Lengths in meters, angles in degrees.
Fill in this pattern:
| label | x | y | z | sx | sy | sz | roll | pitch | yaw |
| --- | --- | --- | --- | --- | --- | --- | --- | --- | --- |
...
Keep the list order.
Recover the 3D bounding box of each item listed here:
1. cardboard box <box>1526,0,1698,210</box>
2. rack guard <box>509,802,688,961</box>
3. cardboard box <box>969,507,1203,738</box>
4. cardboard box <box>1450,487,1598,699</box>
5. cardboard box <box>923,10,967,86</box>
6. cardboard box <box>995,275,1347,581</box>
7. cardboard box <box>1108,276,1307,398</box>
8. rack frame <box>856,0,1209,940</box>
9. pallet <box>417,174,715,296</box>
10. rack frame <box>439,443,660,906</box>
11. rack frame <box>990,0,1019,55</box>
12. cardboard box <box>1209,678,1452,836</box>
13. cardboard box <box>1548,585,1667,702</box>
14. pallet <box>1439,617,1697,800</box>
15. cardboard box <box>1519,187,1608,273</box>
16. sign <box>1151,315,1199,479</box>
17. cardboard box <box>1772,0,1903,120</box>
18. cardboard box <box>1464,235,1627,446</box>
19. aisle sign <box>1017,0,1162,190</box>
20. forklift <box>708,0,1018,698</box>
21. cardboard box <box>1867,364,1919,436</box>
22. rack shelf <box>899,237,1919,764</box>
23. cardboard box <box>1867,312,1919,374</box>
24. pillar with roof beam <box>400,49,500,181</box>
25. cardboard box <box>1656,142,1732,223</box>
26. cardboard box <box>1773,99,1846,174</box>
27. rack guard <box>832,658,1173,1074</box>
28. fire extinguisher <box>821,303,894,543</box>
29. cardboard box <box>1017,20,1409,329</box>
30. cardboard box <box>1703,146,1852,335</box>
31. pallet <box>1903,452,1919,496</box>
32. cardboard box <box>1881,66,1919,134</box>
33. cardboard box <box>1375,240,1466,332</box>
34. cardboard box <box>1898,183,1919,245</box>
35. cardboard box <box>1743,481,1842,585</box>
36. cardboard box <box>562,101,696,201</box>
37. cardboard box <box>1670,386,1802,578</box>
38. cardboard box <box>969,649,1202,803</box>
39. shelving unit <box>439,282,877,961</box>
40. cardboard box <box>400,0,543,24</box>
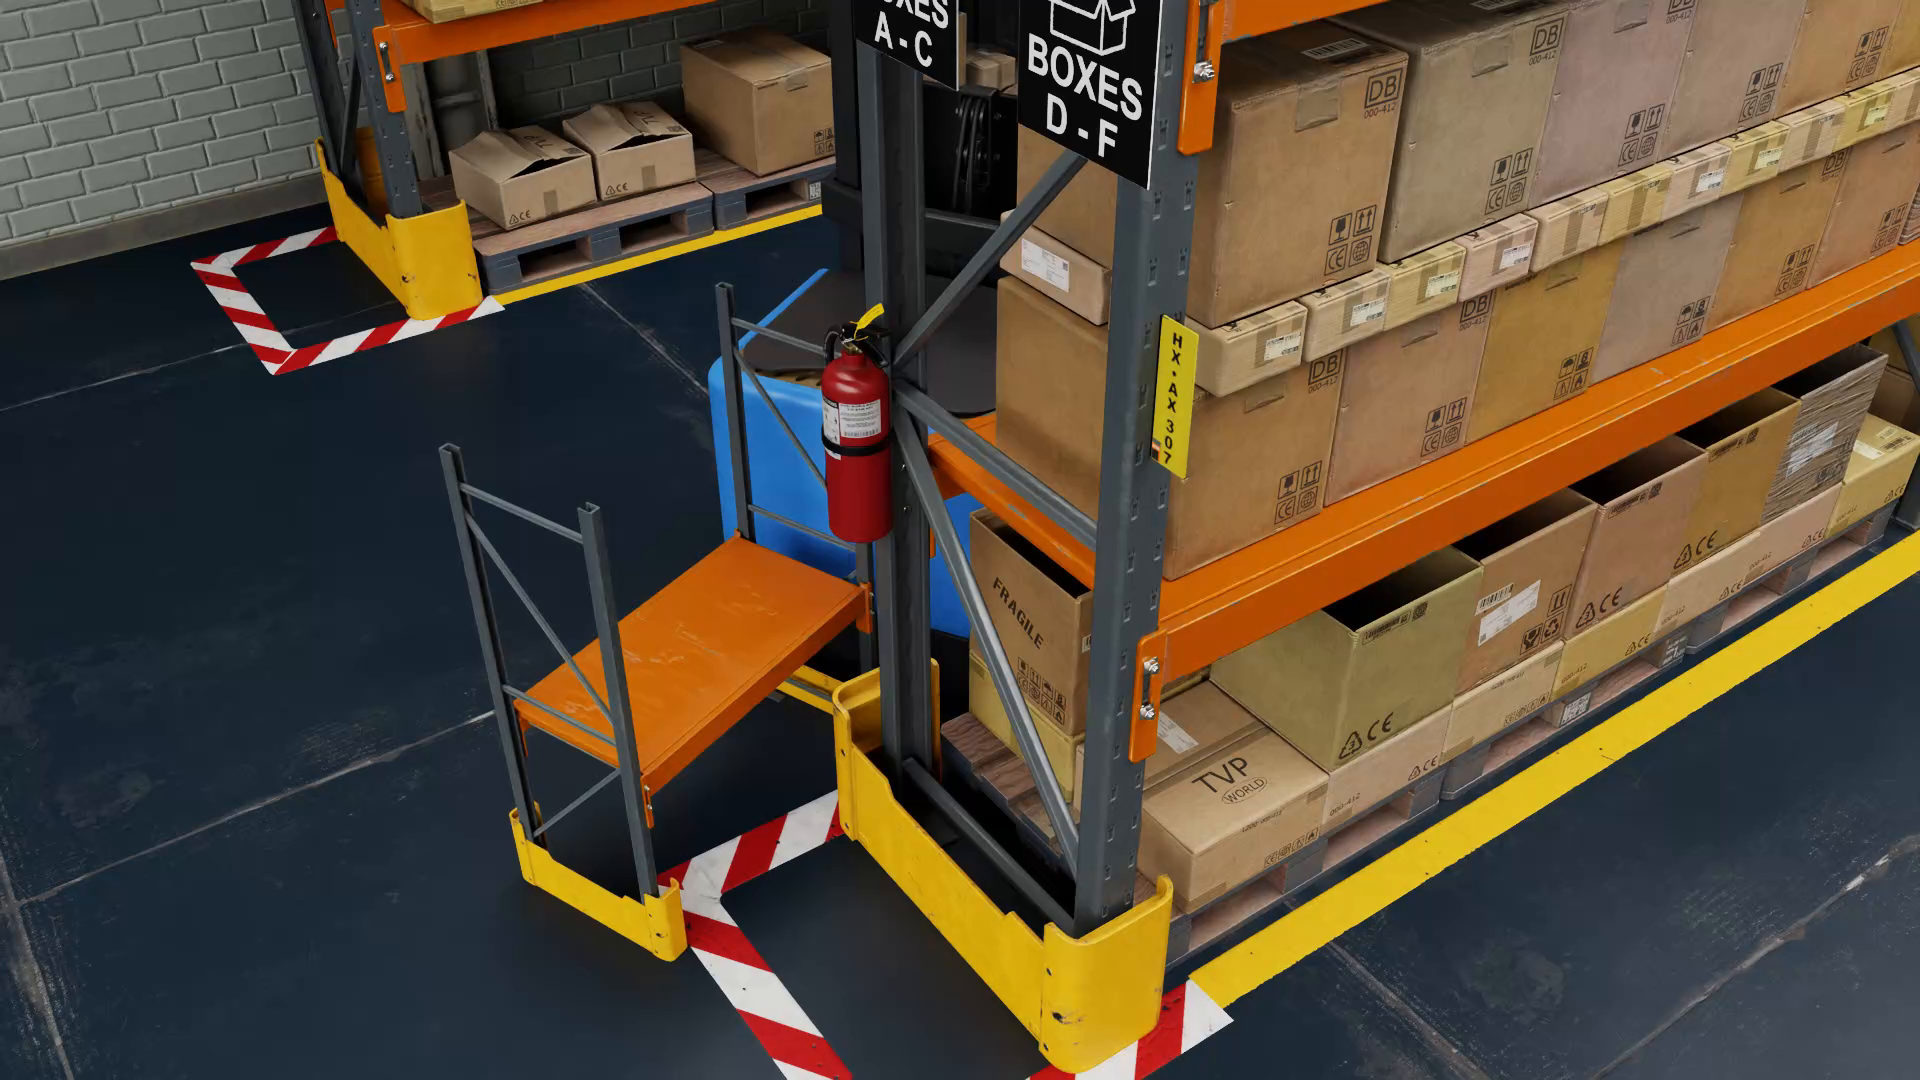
| label | x | y | z | sx | sy | sz | roll | pitch | yaw |
| --- | --- | --- | --- | --- | --- | --- | --- | --- | --- |
| cardboard box | 1.375 | -1.246 | 4.216 | 0.500 | 0.500 | 0.700 | -22 | 41 | -28 |
| rack guard | -1.024 | 0.960 | 4.701 | 0.587 | 0.250 | 0.087 | 21 | 41 | 27 |
| cardboard box | 0.371 | 0.159 | 4.814 | 0.500 | 0.500 | 0.500 | -22 | 41 | -28 |
| cardboard box | 1.480 | 0.063 | 4.946 | 0.500 | 0.500 | 0.500 | -22 | 41 | -28 |
| cardboard box | -0.308 | -2.664 | 9.150 | 0.500 | 0.500 | 0.500 | -26 | 43 | -31 |
| cardboard box | 0.493 | -0.352 | 4.085 | 0.500 | 0.500 | 0.700 | -22 | 41 | -28 |
| cardboard box | 0.549 | -0.494 | 3.726 | 0.250 | 0.149 | 0.380 | -23 | 41 | -28 |
| rack frame | 0.104 | -0.160 | 3.904 | 0.127 | 3.000 | 1.000 | -22 | 41 | -28 |
| pallet | -2.006 | -1.673 | 8.396 | 1.213 | 0.211 | 1.003 | -22 | 41 | -28 |
| rack frame | -1.035 | 0.462 | 4.323 | 0.500 | 1.500 | 0.032 | 21 | 41 | 27 |
| rack frame | 0.517 | -3.869 | 9.060 | 0.127 | 3.000 | 1.000 | -22 | 41 | -28 |
| cardboard box | 1.078 | 0.541 | 4.924 | 0.500 | 0.250 | 0.500 | -22 | 41 | -28 |
| cardboard box | 1.898 | 0.207 | 5.388 | 0.500 | 0.250 | 0.500 | -22 | 41 | -28 |
| pallet | 1.702 | 0.286 | 5.671 | 1.213 | 0.211 | 1.003 | -22 | 41 | -28 |
| cardboard box | 1.392 | -0.842 | 4.210 | 0.250 | 0.149 | 0.380 | -24 | 42 | -29 |
| sign | 0.419 | -0.277 | 3.257 | 0.005 | 0.325 | 0.100 | -22 | 41 | -28 |
| cardboard box | 2.193 | -1.582 | 4.684 | 0.500 | 0.500 | 0.700 | -22 | 41 | -28 |
| cardboard box | 1.329 | -0.695 | 4.562 | 0.500 | 0.500 | 0.700 | -22 | 41 | -28 |
| aisle sign | 0.227 | -1.047 | 2.911 | 0.004 | 0.787 | 0.394 | -22 | 41 | -28 |
| forklift | 0.252 | -1.524 | 5.858 | 1.130 | 2.935 | 3.031 | 14 | 38 | 19 |
| cardboard box | 3.846 | -0.577 | 6.479 | 0.500 | 0.250 | 0.500 | -23 | 42 | -29 |
| rack shelf | 1.739 | -0.541 | 5.049 | 4.000 | 0.370 | 1.077 | -22 | 41 | -28 |
| cardboard box | 3.855 | -0.808 | 6.319 | 0.500 | 0.311 | 0.500 | -22 | 41 | -28 |
| pillar with roof beam | -0.198 | -3.553 | 3.482 | 0.400 | 9.000 | 9.100 | -22 | 41 | -28 |
| cardboard box | 1.806 | -1.010 | 4.444 | 0.250 | 0.149 | 0.380 | -22 | 41 | -27 |
| cardboard box | 2.236 | -1.190 | 4.694 | 0.250 | 0.149 | 0.380 | -21 | 41 | -27 |
| rack guard | 0.085 | 0.863 | 4.623 | 0.348 | 0.500 | 1.175 | -22 | 41 | -28 |
| fire extinguisher | -0.260 | -0.311 | 4.180 | 0.183 | 0.674 | 0.296 | -22 | 41 | -28 |
| cardboard box | 0.537 | -0.896 | 3.731 | 0.500 | 0.500 | 0.700 | -22 | 41 | -28 |
| cardboard box | 2.175 | -1.047 | 5.051 | 0.500 | 0.500 | 0.700 | -22 | 41 | -27 |
| pallet | 3.954 | -0.640 | 6.959 | 1.213 | 0.211 | 1.003 | -22 | 41 | -28 |
| cardboard box | 2.645 | -1.356 | 4.925 | 0.250 | 0.149 | 0.380 | -22 | 41 | -28 |
| cardboard box | 0.968 | -0.667 | 3.967 | 0.250 | 0.149 | 0.380 | -22 | 41 | -28 |
| cardboard box | 3.015 | -1.394 | 5.534 | 0.500 | 0.500 | 0.700 | -24 | 42 | -29 |
| cardboard box | 2.707 | -0.136 | 5.866 | 0.500 | 0.250 | 0.500 | -22 | 41 | -28 |
| cardboard box | -1.669 | -1.992 | 8.377 | 0.500 | 0.311 | 0.500 | -19 | 40 | -24 |
| cardboard box | 2.299 | -0.272 | 5.412 | 0.500 | 0.500 | 0.500 | -22 | 41 | -28 |
| cardboard box | 0.373 | 0.464 | 5.031 | 0.500 | 0.250 | 0.500 | -22 | 41 | -28 |
| shelving unit | -0.749 | 0.210 | 4.673 | 0.587 | 1.500 | 1.083 | 21 | 41 | 27 |
| cardboard box | -2.170 | -2.483 | 7.245 | 0.500 | 0.250 | 0.500 | -24 | 42 | -29 |
